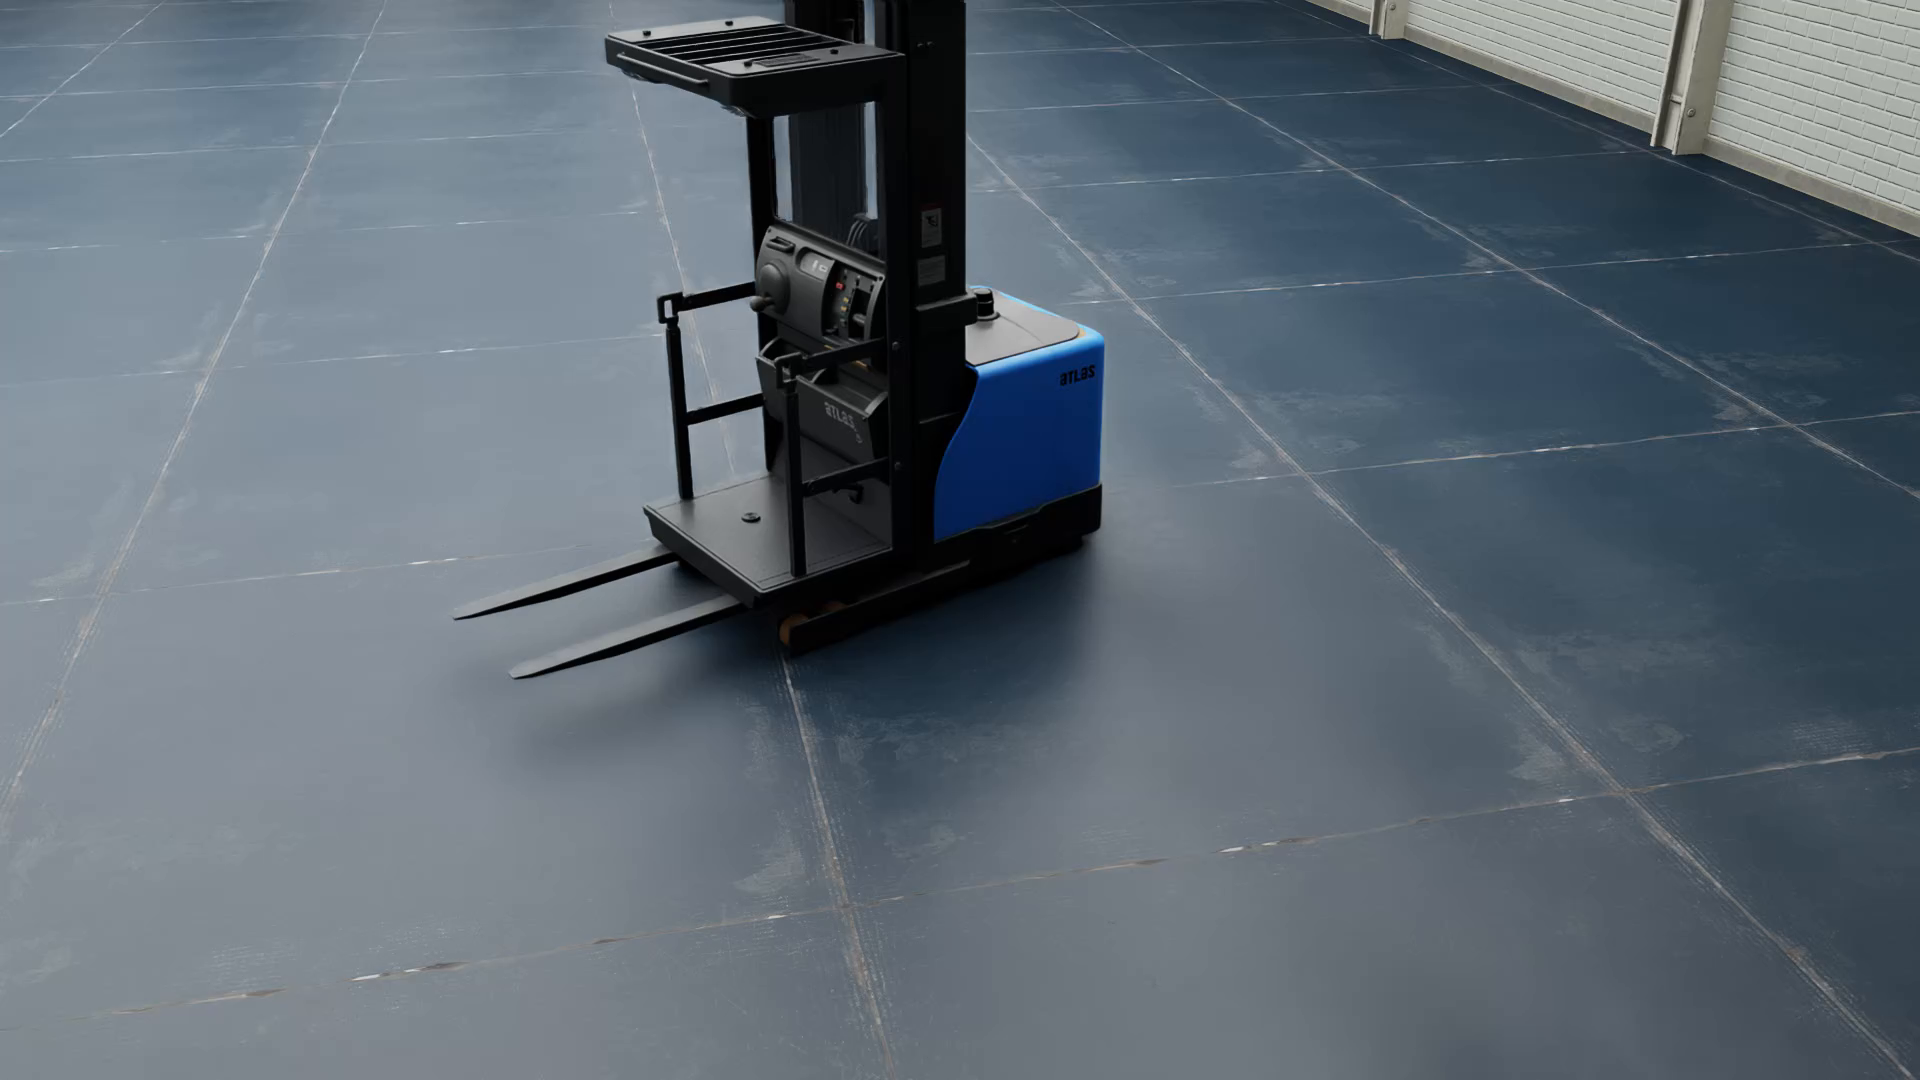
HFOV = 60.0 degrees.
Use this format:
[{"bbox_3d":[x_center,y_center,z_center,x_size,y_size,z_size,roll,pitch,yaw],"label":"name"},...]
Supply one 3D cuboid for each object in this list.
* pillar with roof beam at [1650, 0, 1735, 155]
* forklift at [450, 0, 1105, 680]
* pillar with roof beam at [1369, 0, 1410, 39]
[{"bbox_3d":[2.466,-7.213,12.553,9.100,9.000,0.400,-6,27,-12],"label":"pillar with roof beam"},{"bbox_3d":[-0.783,-1.087,7.151,3.031,2.935,1.130,-19,32,-33],"label":"forklift"},{"bbox_3d":[1.114,-9.847,17.772,9.100,9.000,0.400,-6,27,-12],"label":"pillar with roof beam"}]
